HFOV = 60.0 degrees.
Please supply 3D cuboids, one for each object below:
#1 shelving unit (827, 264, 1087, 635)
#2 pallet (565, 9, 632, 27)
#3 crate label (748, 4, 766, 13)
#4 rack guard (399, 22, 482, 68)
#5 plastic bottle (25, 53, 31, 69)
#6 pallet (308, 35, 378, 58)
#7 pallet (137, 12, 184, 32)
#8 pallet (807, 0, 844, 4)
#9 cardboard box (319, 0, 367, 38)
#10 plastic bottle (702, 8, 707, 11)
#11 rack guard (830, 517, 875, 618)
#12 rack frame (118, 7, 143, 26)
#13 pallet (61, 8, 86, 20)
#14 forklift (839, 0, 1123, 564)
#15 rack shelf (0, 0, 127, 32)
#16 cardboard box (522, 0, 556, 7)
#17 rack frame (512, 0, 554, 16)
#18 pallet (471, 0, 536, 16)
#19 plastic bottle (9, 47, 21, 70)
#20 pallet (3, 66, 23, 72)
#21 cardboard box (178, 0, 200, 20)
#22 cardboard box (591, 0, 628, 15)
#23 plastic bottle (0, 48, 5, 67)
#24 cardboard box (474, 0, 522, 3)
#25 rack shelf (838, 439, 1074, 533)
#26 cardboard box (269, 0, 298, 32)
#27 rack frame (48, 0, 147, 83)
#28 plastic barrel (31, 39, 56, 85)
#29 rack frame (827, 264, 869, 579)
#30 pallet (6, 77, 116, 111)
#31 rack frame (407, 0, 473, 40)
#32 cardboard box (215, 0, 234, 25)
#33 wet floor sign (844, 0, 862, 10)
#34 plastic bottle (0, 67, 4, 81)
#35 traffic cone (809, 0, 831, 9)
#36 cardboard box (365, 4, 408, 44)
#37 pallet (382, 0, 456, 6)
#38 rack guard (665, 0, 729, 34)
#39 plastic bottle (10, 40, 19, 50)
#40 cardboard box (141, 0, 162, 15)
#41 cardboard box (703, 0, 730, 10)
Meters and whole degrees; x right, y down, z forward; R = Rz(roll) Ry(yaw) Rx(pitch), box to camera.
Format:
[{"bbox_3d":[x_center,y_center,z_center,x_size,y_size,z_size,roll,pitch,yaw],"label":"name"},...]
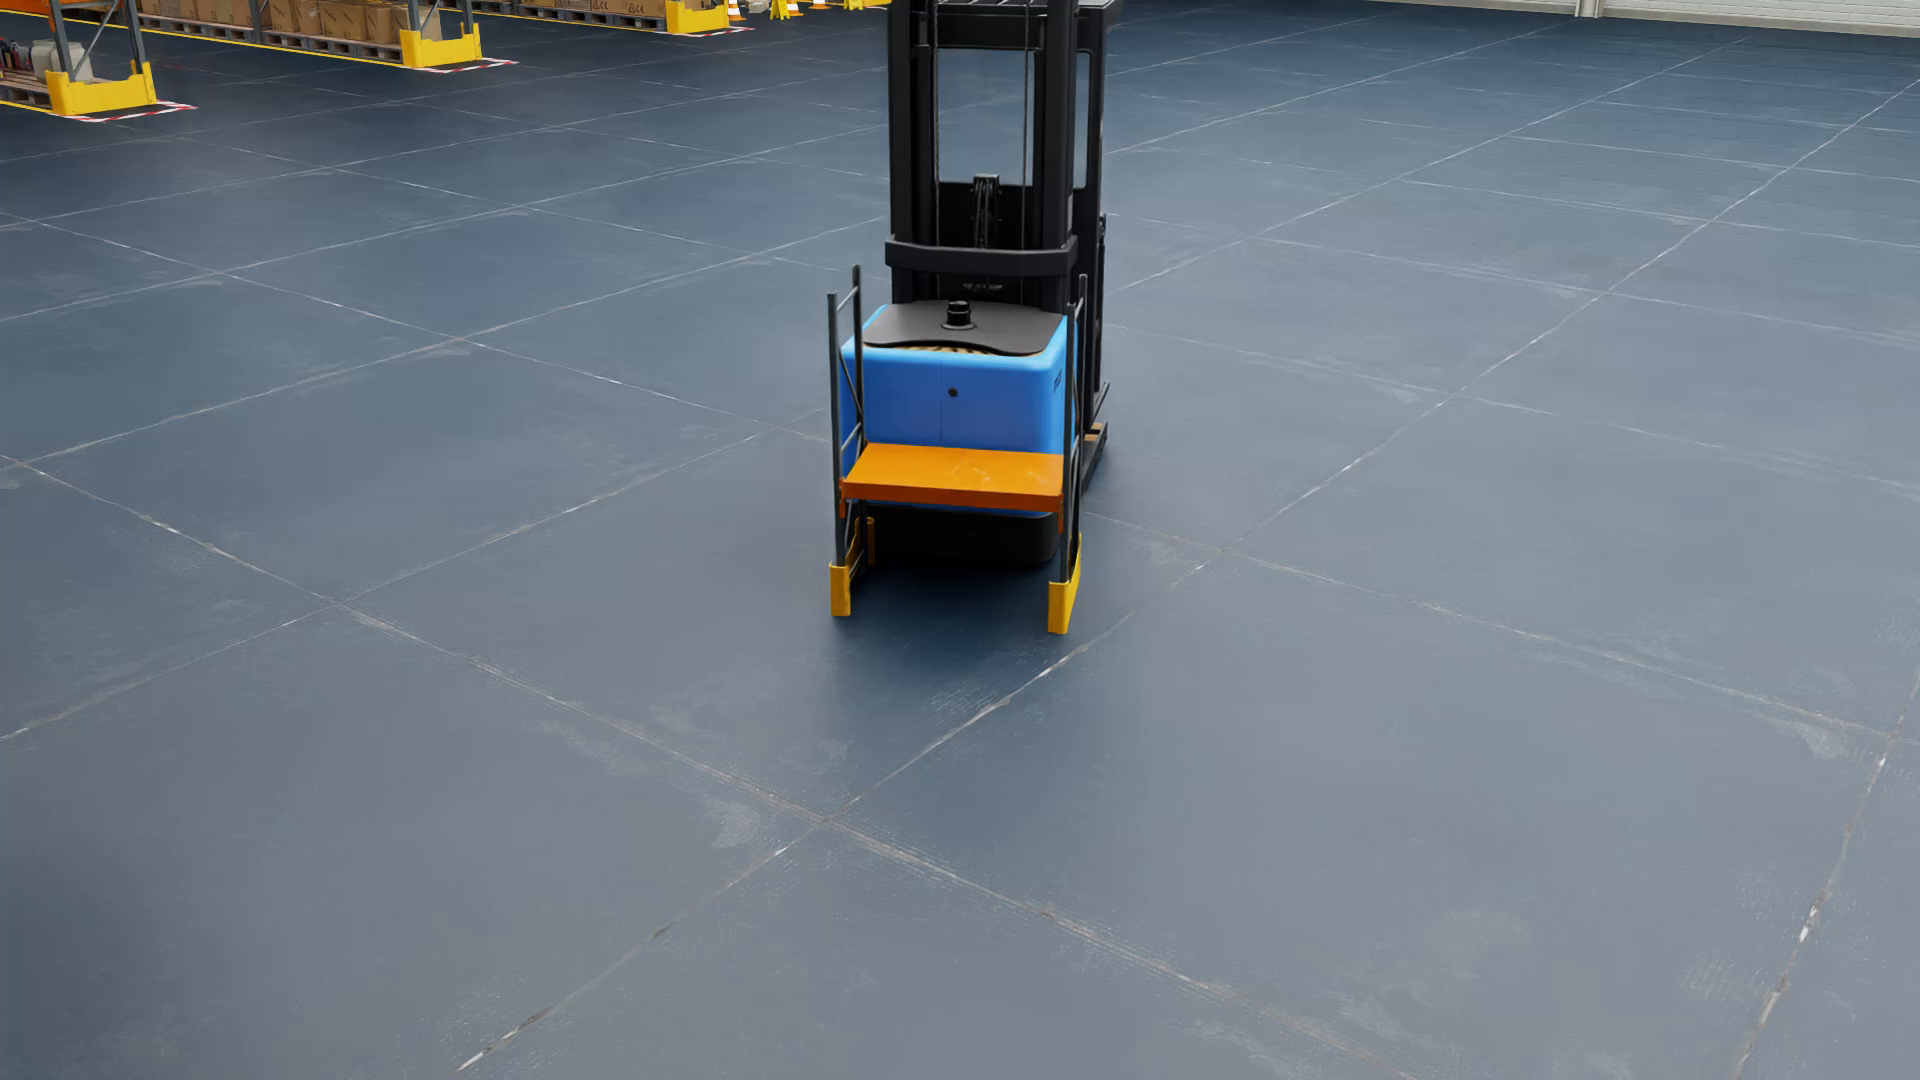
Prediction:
[{"bbox_3d":[-0.010,-0.416,7.458,1.083,1.500,0.587,4,24,9],"label":"shelving unit"},{"bbox_3d":[-6.011,-9.023,28.590,1.213,0.211,1.003,17,29,33],"label":"pallet"},{"bbox_3d":[-3.642,-9.565,29.912,0.298,0.136,0.250,3,24,6],"label":"crate label"},{"bbox_3d":[-7.468,-7.135,23.946,0.348,0.500,1.175,17,29,33],"label":"rack guard"},{"bbox_3d":[-12.240,-6.303,21.882,0.097,0.201,0.097,0,24,0],"label":"plastic bottle"},{"bbox_3d":[-9.069,-7.505,25.146,1.213,0.211,1.003,17,29,33],"label":"pallet"},{"bbox_3d":[-13.185,-8.729,27.923,1.213,0.211,1.003,17,29,33],"label":"pallet"},{"bbox_3d":[-2.154,-10.408,31.732,1.213,0.211,1.003,17,29,33],"label":"pallet"},{"bbox_3d":[-9.305,-7.905,25.174,0.500,0.500,0.500,14,27,29],"label":"cardboard box"},{"bbox_3d":[-4.703,-9.535,29.939,0.283,0.061,0.133,7,25,15],"label":"plastic bottle"},{"bbox_3d":[-0.500,0.121,7.789,0.087,0.250,0.587,4,24,9],"label":"rack guard"},{"bbox_3d":[-13.809,-10.195,27.791,0.127,3.000,1.000,17,29,33],"label":"rack frame"},{"bbox_3d":[-15.367,-9.429,29.511,1.213,0.211,1.003,17,29,33],"label":"pallet"},{"bbox_3d":[0.231,-1.794,8.811,1.130,2.935,3.031,5,24,11],"label":"forklift"},{"bbox_3d":[-11.978,-6.816,21.016,4.000,0.370,1.077,17,29,33],"label":"rack shelf"},{"bbox_3d":[-7.091,-9.848,29.119,0.875,0.875,0.875,17,29,34],"label":"cardboard box"},{"bbox_3d":[-7.553,-10.803,29.172,0.127,3.000,1.000,17,29,33],"label":"rack frame"},{"bbox_3d":[-8.215,-9.689,30.102,1.213,0.211,1.003,17,29,33],"label":"pallet"},{"bbox_3d":[-12.414,-6.325,21.832,0.133,0.283,0.061,17,29,33],"label":"plastic bottle"},{"bbox_3d":[-13.066,-6.177,22.132,1.213,0.211,1.003,17,29,33],"label":"pallet"},{"bbox_3d":[-12.351,-8.832,27.252,0.500,0.500,0.700,20,31,38],"label":"cardboard box"},{"bbox_3d":[-5.639,-9.411,28.125,0.875,0.875,0.875,16,29,32],"label":"cardboard box"},{"bbox_3d":[-12.806,-6.421,22.059,0.135,0.276,0.152,17,29,33],"label":"plastic bottle"},{"bbox_3d":[-8.103,-10.087,29.816,0.750,0.750,1.050,17,29,33],"label":"cardboard box"},{"bbox_3d":[-0.001,-0.251,7.529,1.000,0.185,0.538,4,24,9],"label":"rack shelf"},{"bbox_3d":[-10.312,-8.166,25.766,0.500,0.500,0.500,16,28,32],"label":"cardboard box"},{"bbox_3d":[-10.378,-6.662,19.773,0.127,3.000,1.000,17,29,33],"label":"rack frame"},{"bbox_3d":[-11.351,-5.971,20.770,0.421,0.512,0.421,0,24,0],"label":"plastic barrel"},{"bbox_3d":[-0.502,-0.451,7.537,0.032,1.500,0.500,4,24,9],"label":"rack frame"},{"bbox_3d":[-11.114,-5.587,20.792,1.213,0.211,1.003,17,29,33],"label":"pallet"},{"bbox_3d":[-7.407,-8.260,23.400,0.127,3.000,1.000,17,29,33],"label":"rack frame"},{"bbox_3d":[-11.457,-8.562,26.639,0.500,0.500,0.700,17,29,33],"label":"cardboard box"},{"bbox_3d":[-1.954,-9.989,30.244,0.267,0.644,0.232,-15,28,-30],"label":"wet floor sign"},{"bbox_3d":[-12.110,-5.885,20.936,0.097,0.201,0.097,0,24,0],"label":"plastic bottle"},{"bbox_3d":[-2.582,-9.984,30.460,0.334,0.463,0.336,17,29,33],"label":"traffic cone"},{"bbox_3d":[-8.396,-7.598,24.477,0.500,0.500,0.500,-17,29,-34],"label":"cardboard box"},{"bbox_3d":[-10.168,-10.279,31.442,1.213,0.211,1.003,17,29,33],"label":"pallet"},{"bbox_3d":[-4.333,-8.686,27.467,0.348,0.500,1.175,17,29,33],"label":"rack guard"},{"bbox_3d":[-12.478,-6.431,21.989,0.185,0.351,0.144,17,29,33],"label":"plastic bottle"},{"bbox_3d":[-13.261,-9.096,27.853,0.500,0.500,0.700,15,28,31],"label":"cardboard box"},{"bbox_3d":[-4.388,-9.923,30.270,0.637,0.503,0.797,-1,24,-3],"label":"cardboard box"}]
